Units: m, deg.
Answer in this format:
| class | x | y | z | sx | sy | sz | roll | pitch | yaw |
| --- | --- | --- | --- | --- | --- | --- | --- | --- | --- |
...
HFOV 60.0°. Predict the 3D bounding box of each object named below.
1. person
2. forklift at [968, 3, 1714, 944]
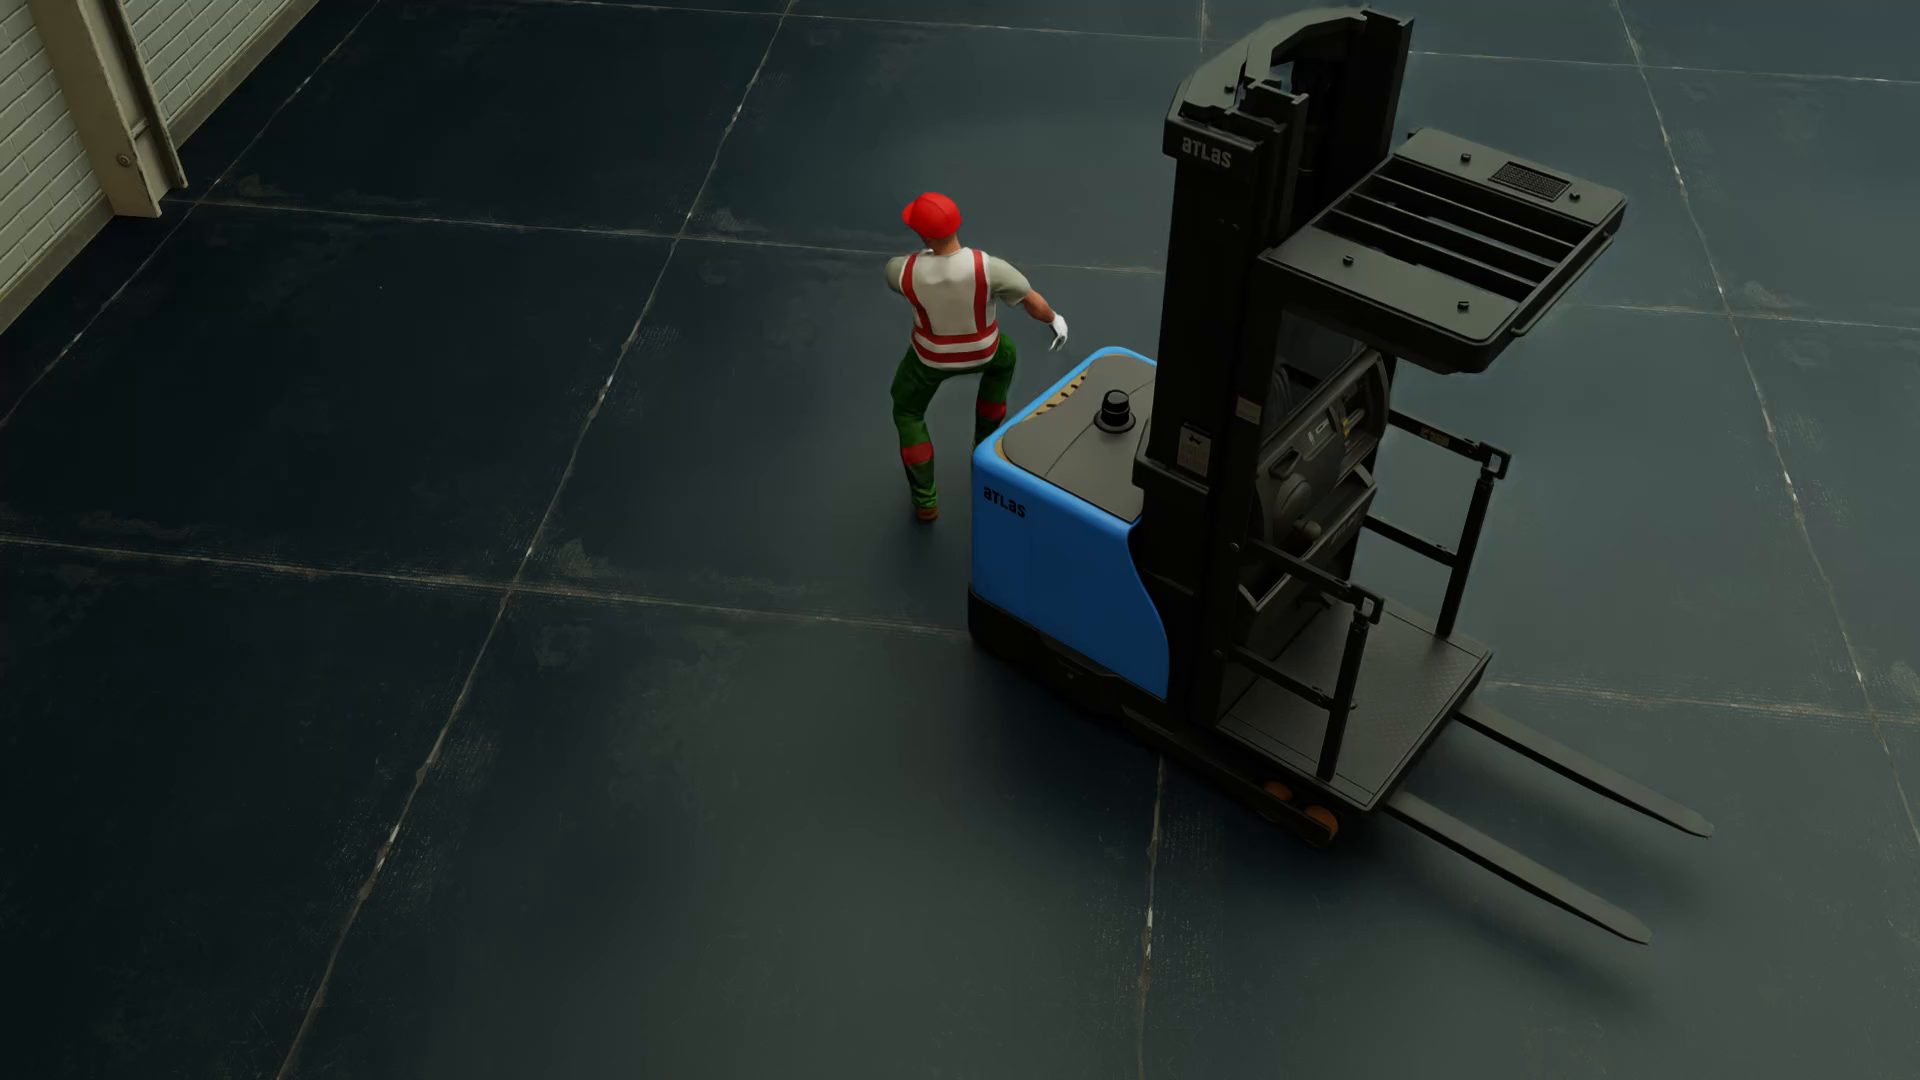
| class | x | y | z | sx | sy | sz | roll | pitch | yaw |
| --- | --- | --- | --- | --- | --- | --- | --- | --- | --- |
| person | 0.072 | -0.966 | 7.741 | 0.835 | 1.691 | 0.786 | -5 | 43 | -6 |
| forklift | 1.500 | -0.280 | 6.029 | 3.031 | 2.935 | 1.130 | 29 | 50 | 28 |
